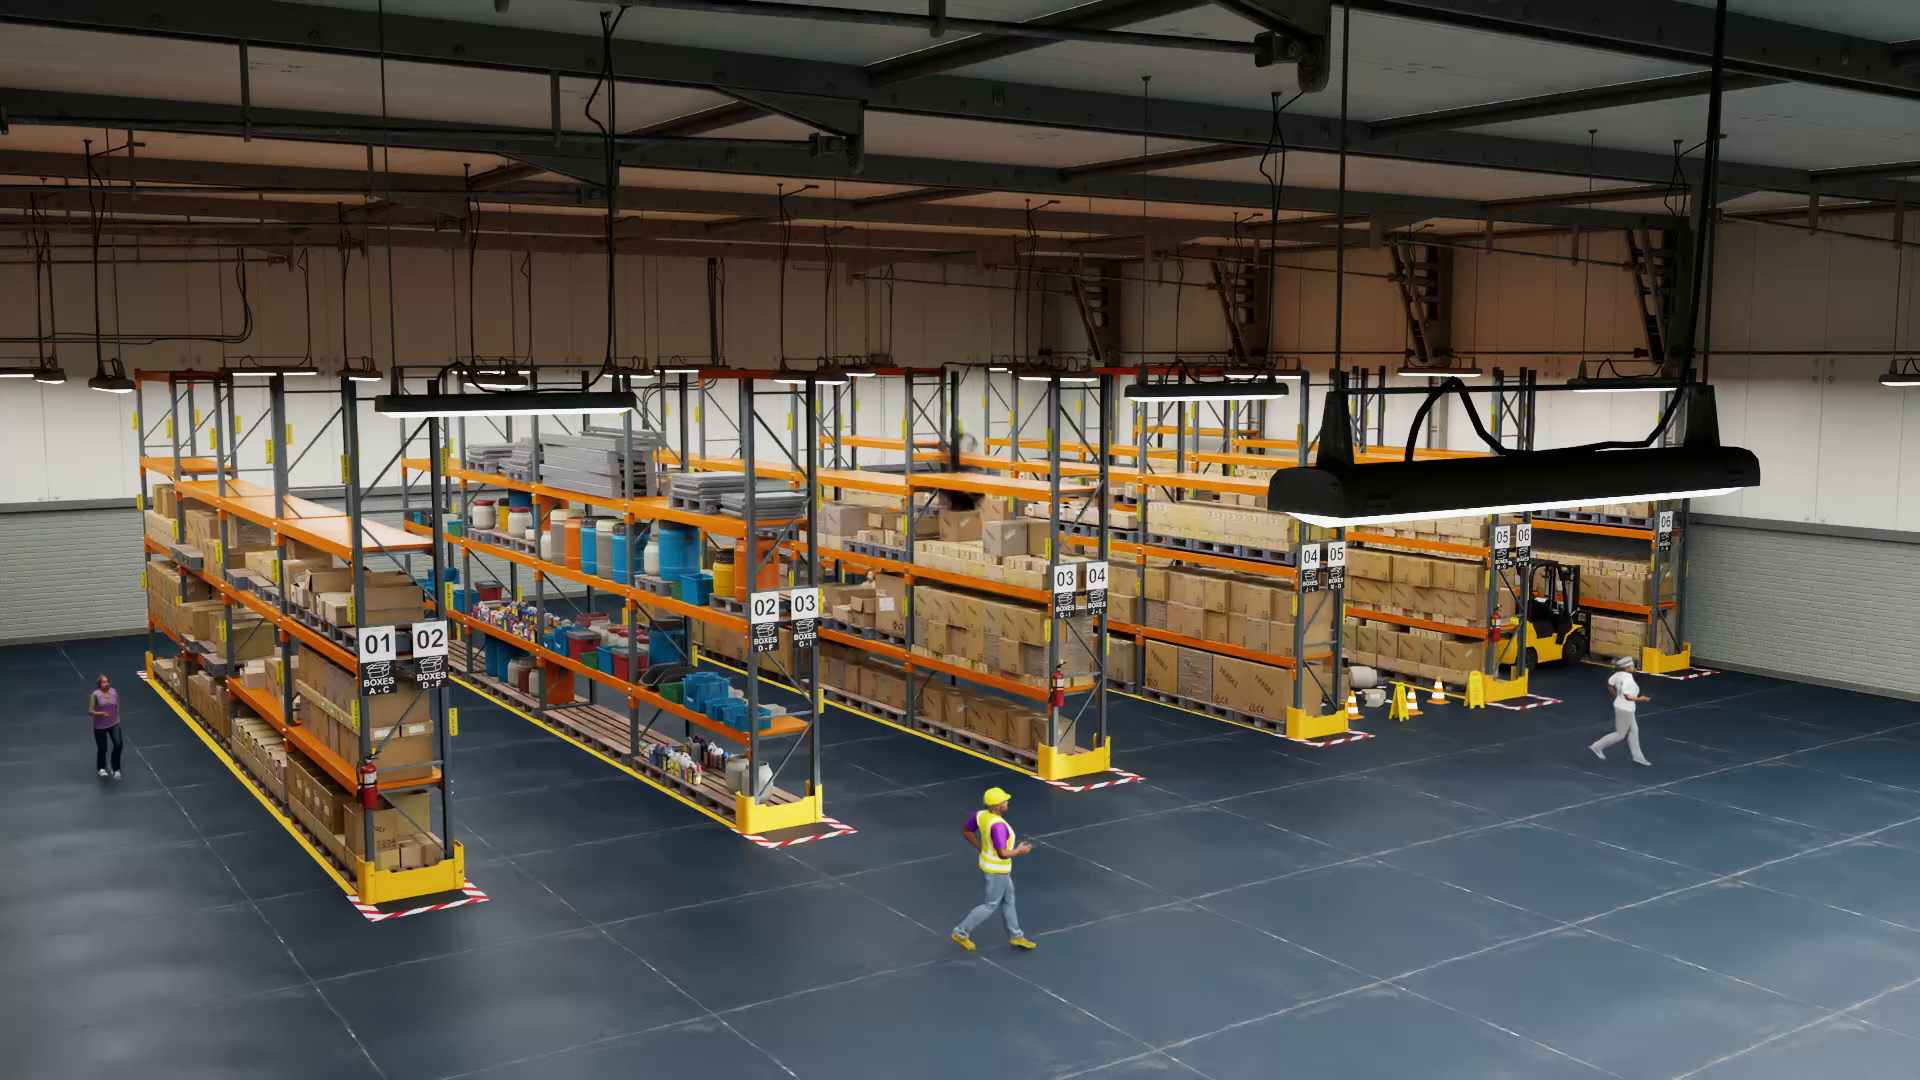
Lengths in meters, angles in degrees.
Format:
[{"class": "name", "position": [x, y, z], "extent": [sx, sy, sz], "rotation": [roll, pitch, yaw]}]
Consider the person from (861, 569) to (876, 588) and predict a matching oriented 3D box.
[{"class": "person", "position": [-1.899, 1.458, 36.014], "extent": [0.585, 1.649, 0.657], "rotation": [-3, 7, -26]}]

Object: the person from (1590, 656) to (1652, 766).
[{"class": "person", "position": [10.153, 2.616, 25.475], "extent": [0.924, 1.712, 0.579], "rotation": [1, 7, 12]}]

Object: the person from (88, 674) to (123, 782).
[{"class": "person", "position": [-12.603, 2.780, 24.568], "extent": [0.490, 1.625, 0.711], "rotation": [-6, 9, -41]}]

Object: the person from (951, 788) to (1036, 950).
[{"class": "person", "position": [0.363, 3.475, 17.443], "extent": [0.957, 1.788, 0.694], "rotation": [-1, 7, -13]}]
